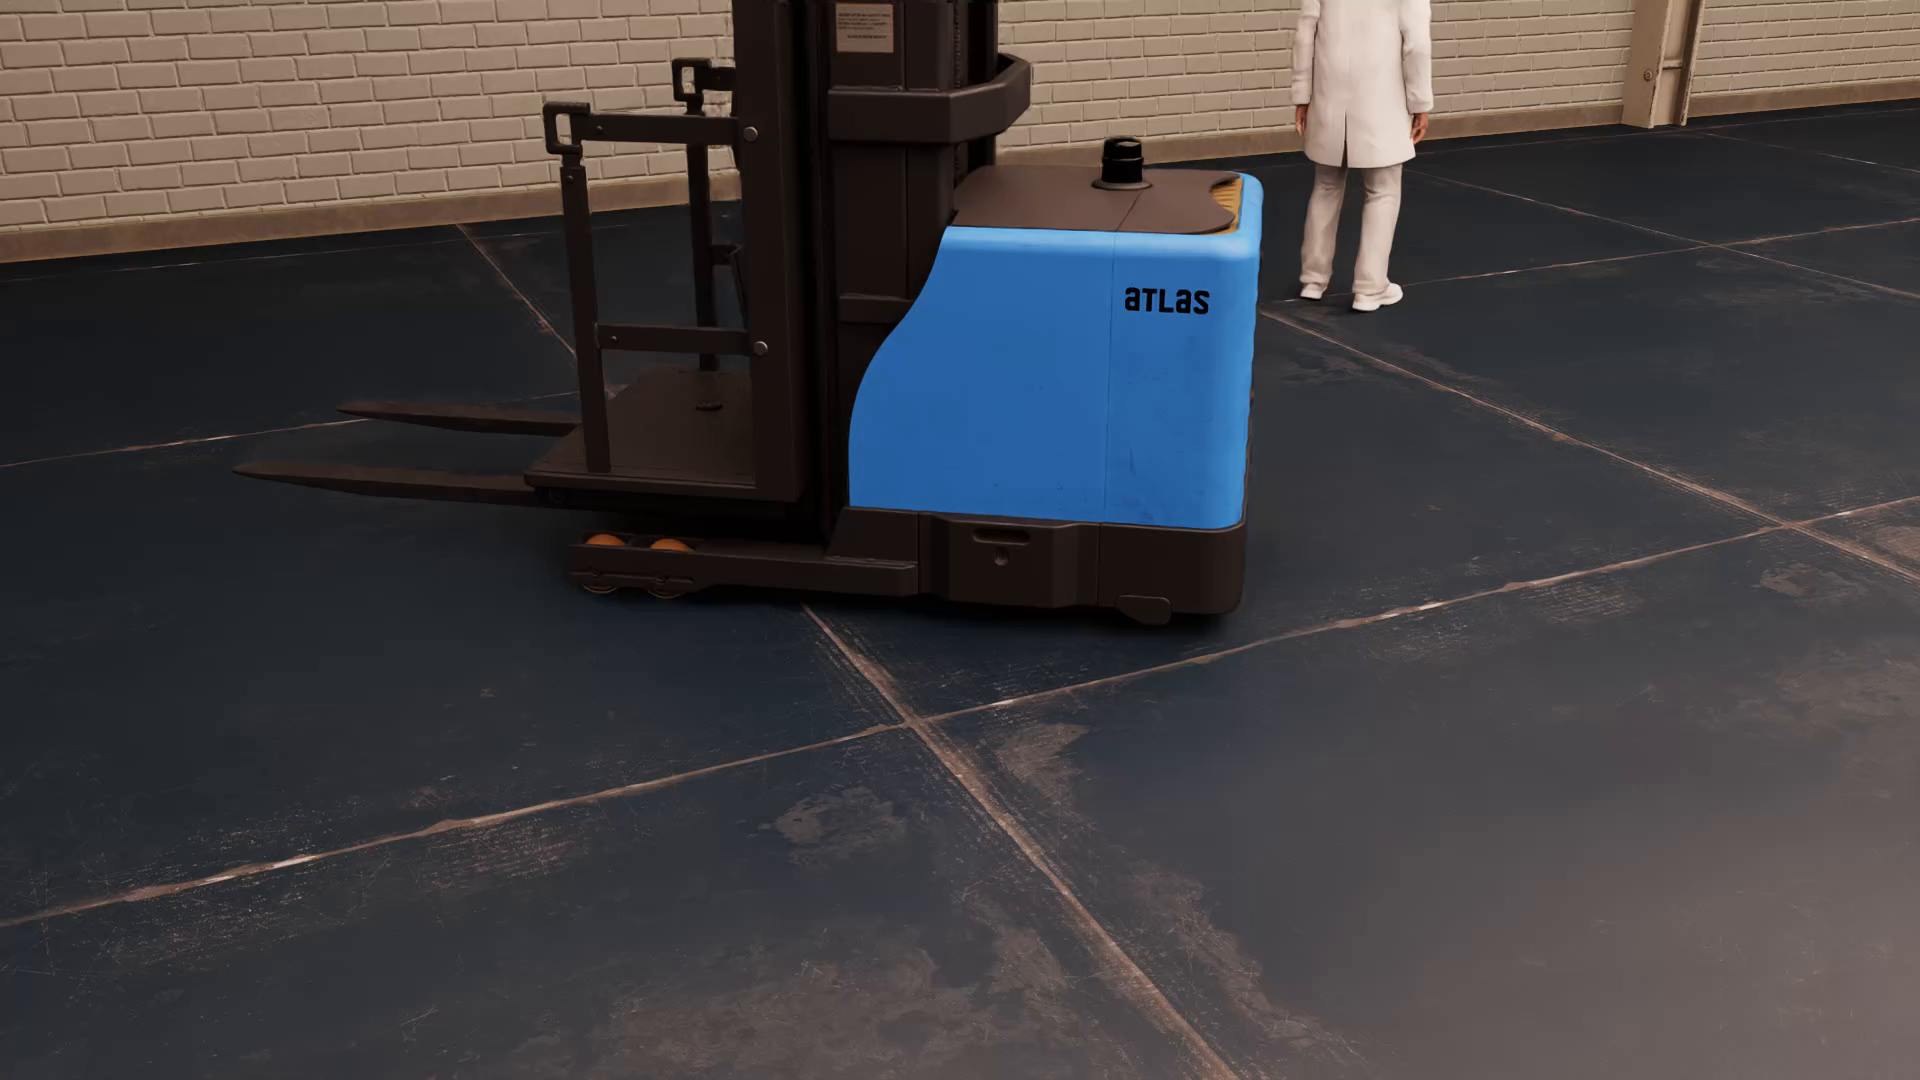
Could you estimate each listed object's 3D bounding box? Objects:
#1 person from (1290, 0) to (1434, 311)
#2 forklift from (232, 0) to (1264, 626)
[{"bbox_3d":[1.815,-1.950,7.502,0.651,1.779,0.459,14,26,30],"label":"person"},{"bbox_3d":[-0.657,-1.381,4.611,3.031,2.935,1.130,4,23,9],"label":"forklift"}]
